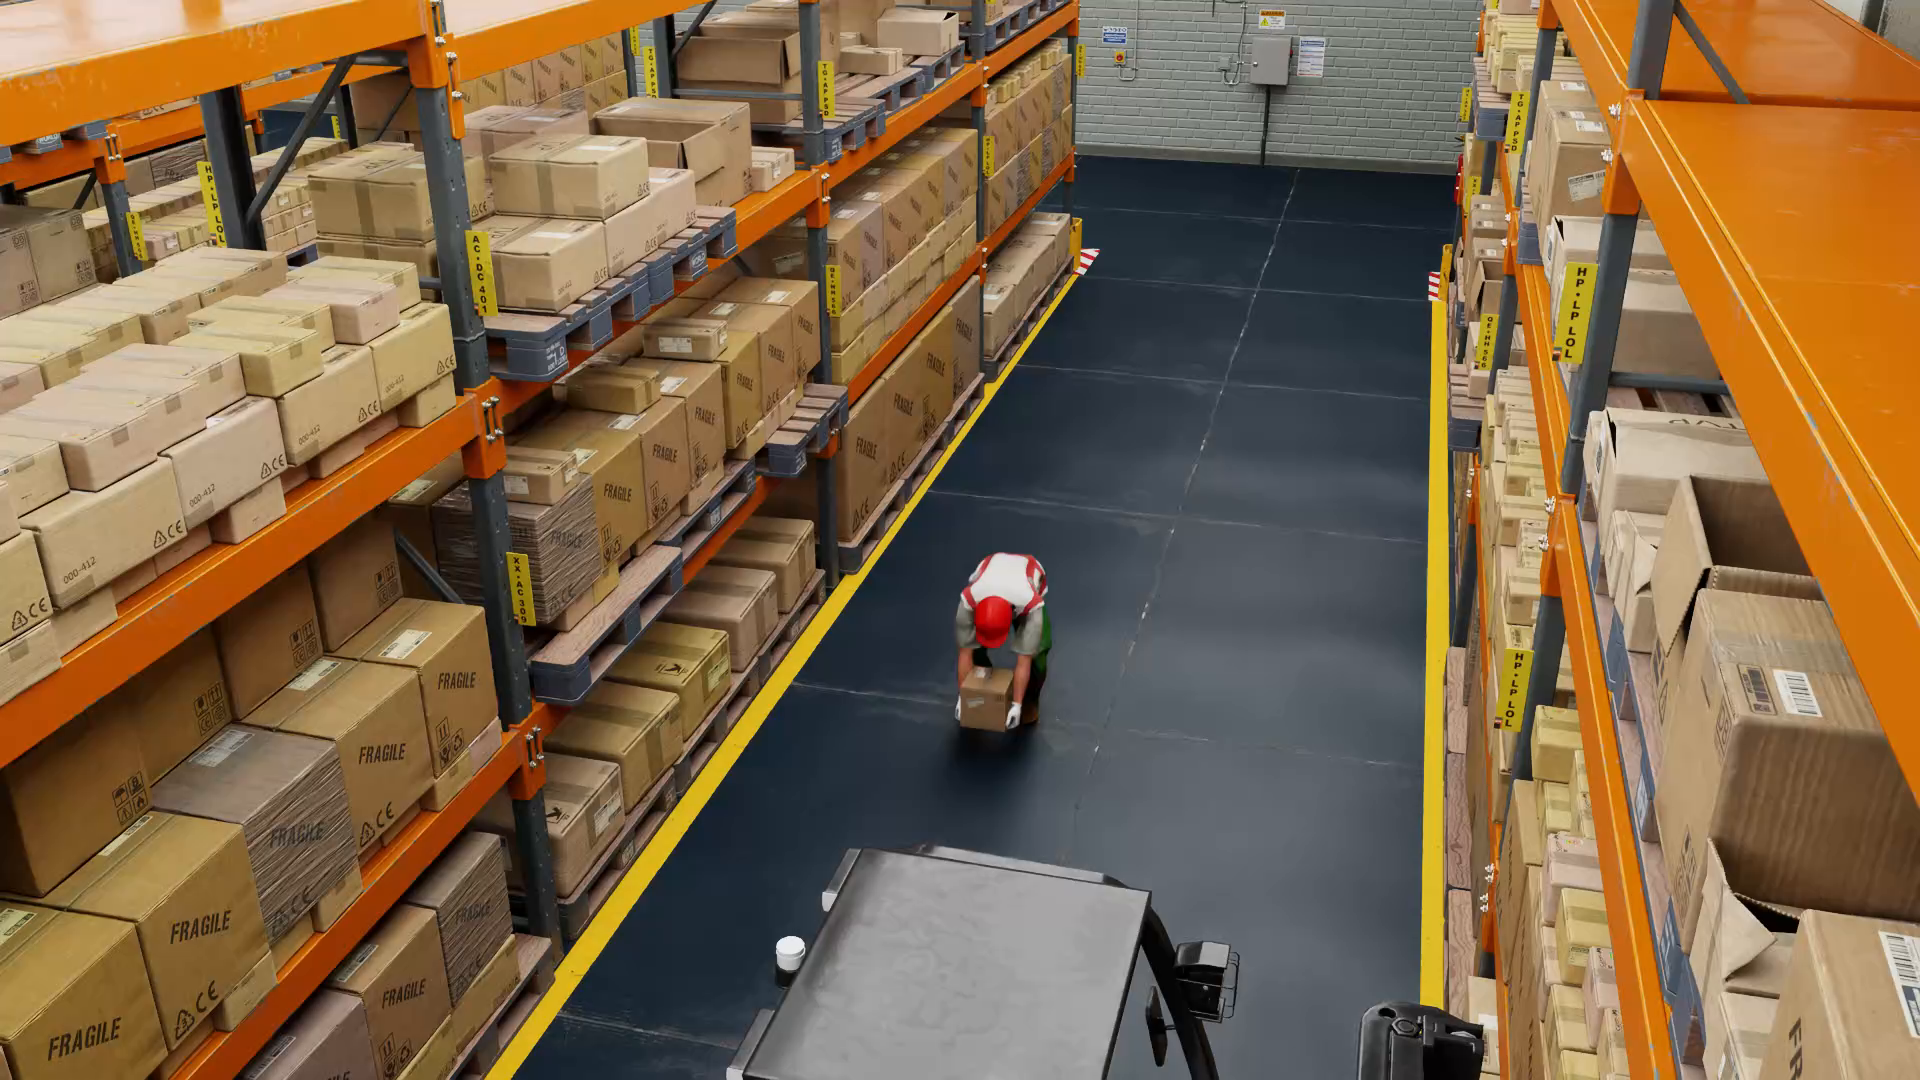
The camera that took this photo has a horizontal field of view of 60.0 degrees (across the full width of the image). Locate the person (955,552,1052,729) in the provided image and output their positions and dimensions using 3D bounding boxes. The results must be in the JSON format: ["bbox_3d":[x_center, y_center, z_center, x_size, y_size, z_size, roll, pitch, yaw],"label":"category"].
[{"bbox_3d":[0.238,0.610,9.300,0.533,1.011,0.958,5,26,11],"label":"person"}]
